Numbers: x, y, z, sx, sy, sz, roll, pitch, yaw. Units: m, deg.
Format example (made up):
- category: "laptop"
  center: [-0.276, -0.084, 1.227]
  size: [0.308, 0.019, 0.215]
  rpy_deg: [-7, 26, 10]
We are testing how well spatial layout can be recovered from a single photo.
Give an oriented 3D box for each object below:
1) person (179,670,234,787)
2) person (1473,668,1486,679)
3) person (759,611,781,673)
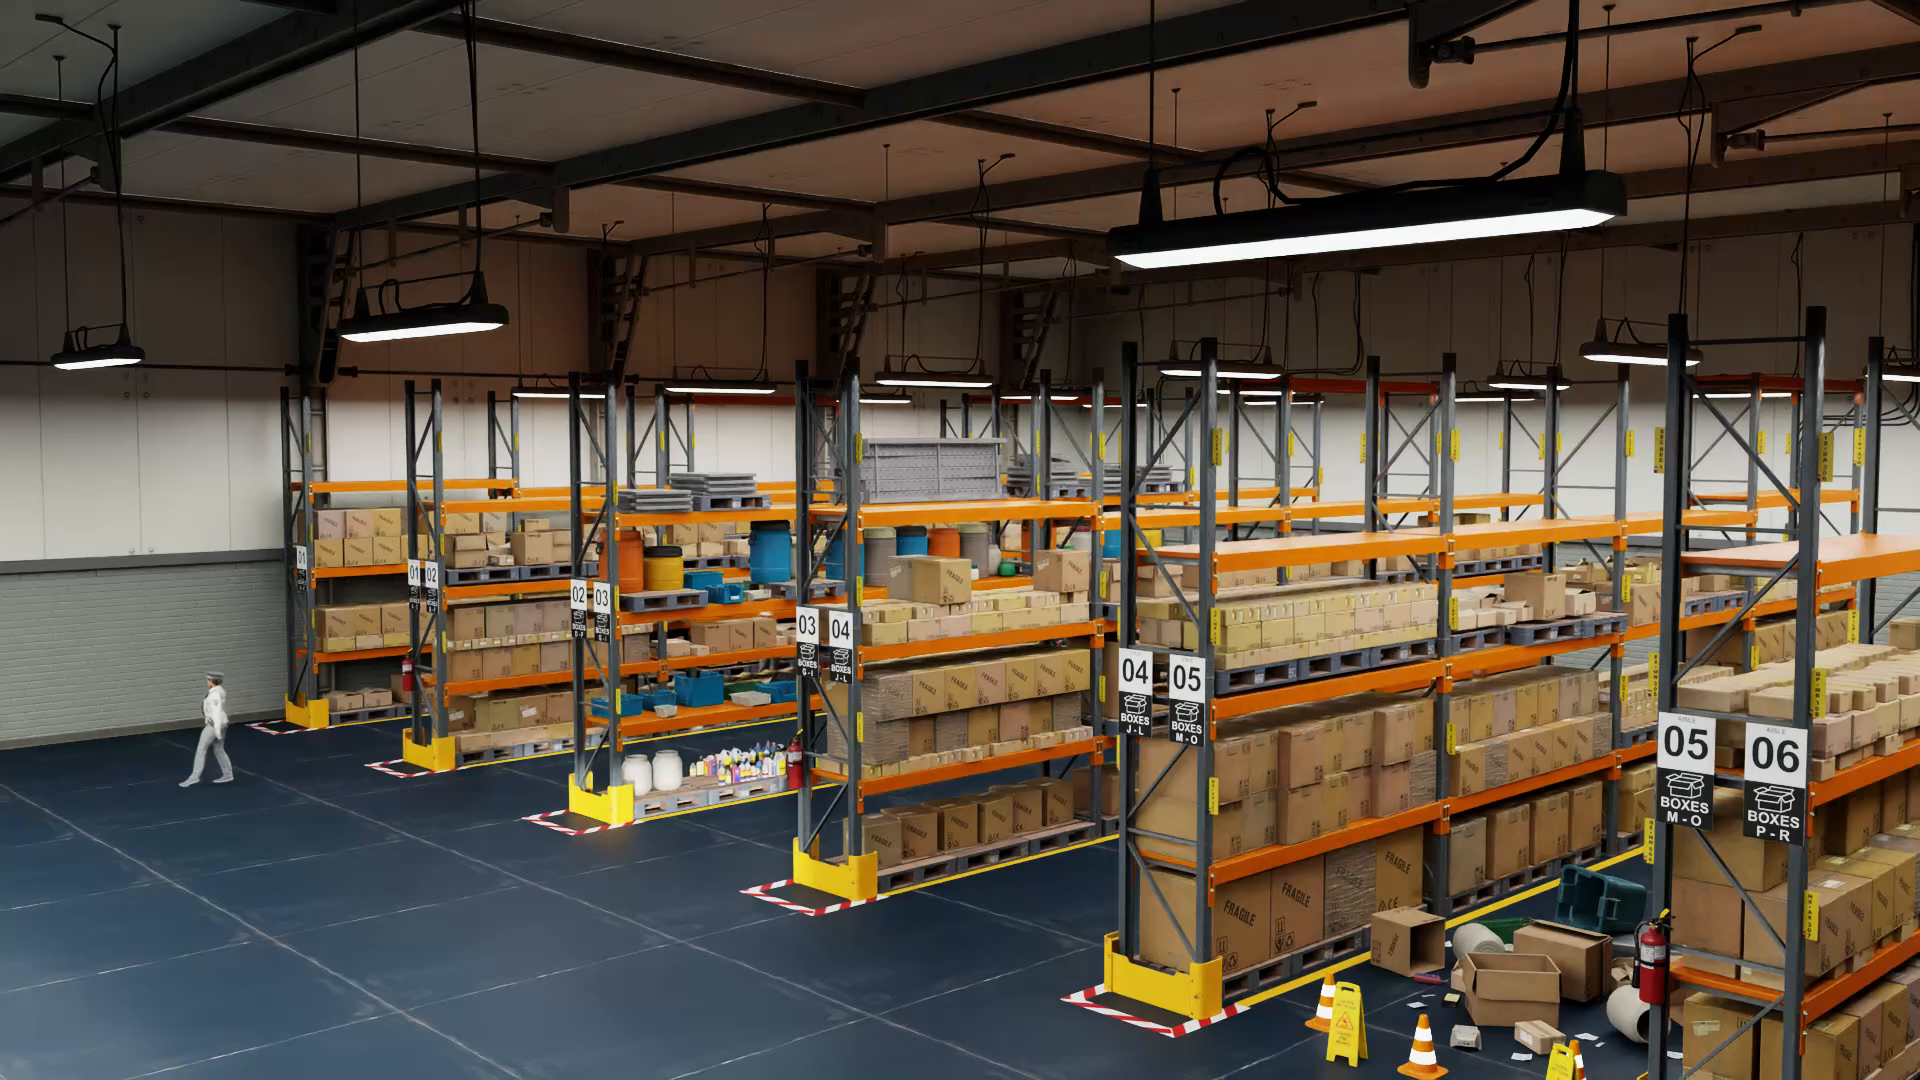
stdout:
- category: "person"
  center: [-11.106, 2.766, 24.531]
  size: [0.667, 1.667, 0.602]
  rpy_deg: [0, 4, -7]
- category: "person"
  center: [8.041, 2.705, 25.299]
  size: [0.616, 1.702, 0.600]
  rpy_deg: [-2, 4, -29]
- category: "person"
  center: [-3.718, 2.195, 32.908]
  size: [0.624, 1.755, 0.637]
  rpy_deg: [2, 4, 32]
